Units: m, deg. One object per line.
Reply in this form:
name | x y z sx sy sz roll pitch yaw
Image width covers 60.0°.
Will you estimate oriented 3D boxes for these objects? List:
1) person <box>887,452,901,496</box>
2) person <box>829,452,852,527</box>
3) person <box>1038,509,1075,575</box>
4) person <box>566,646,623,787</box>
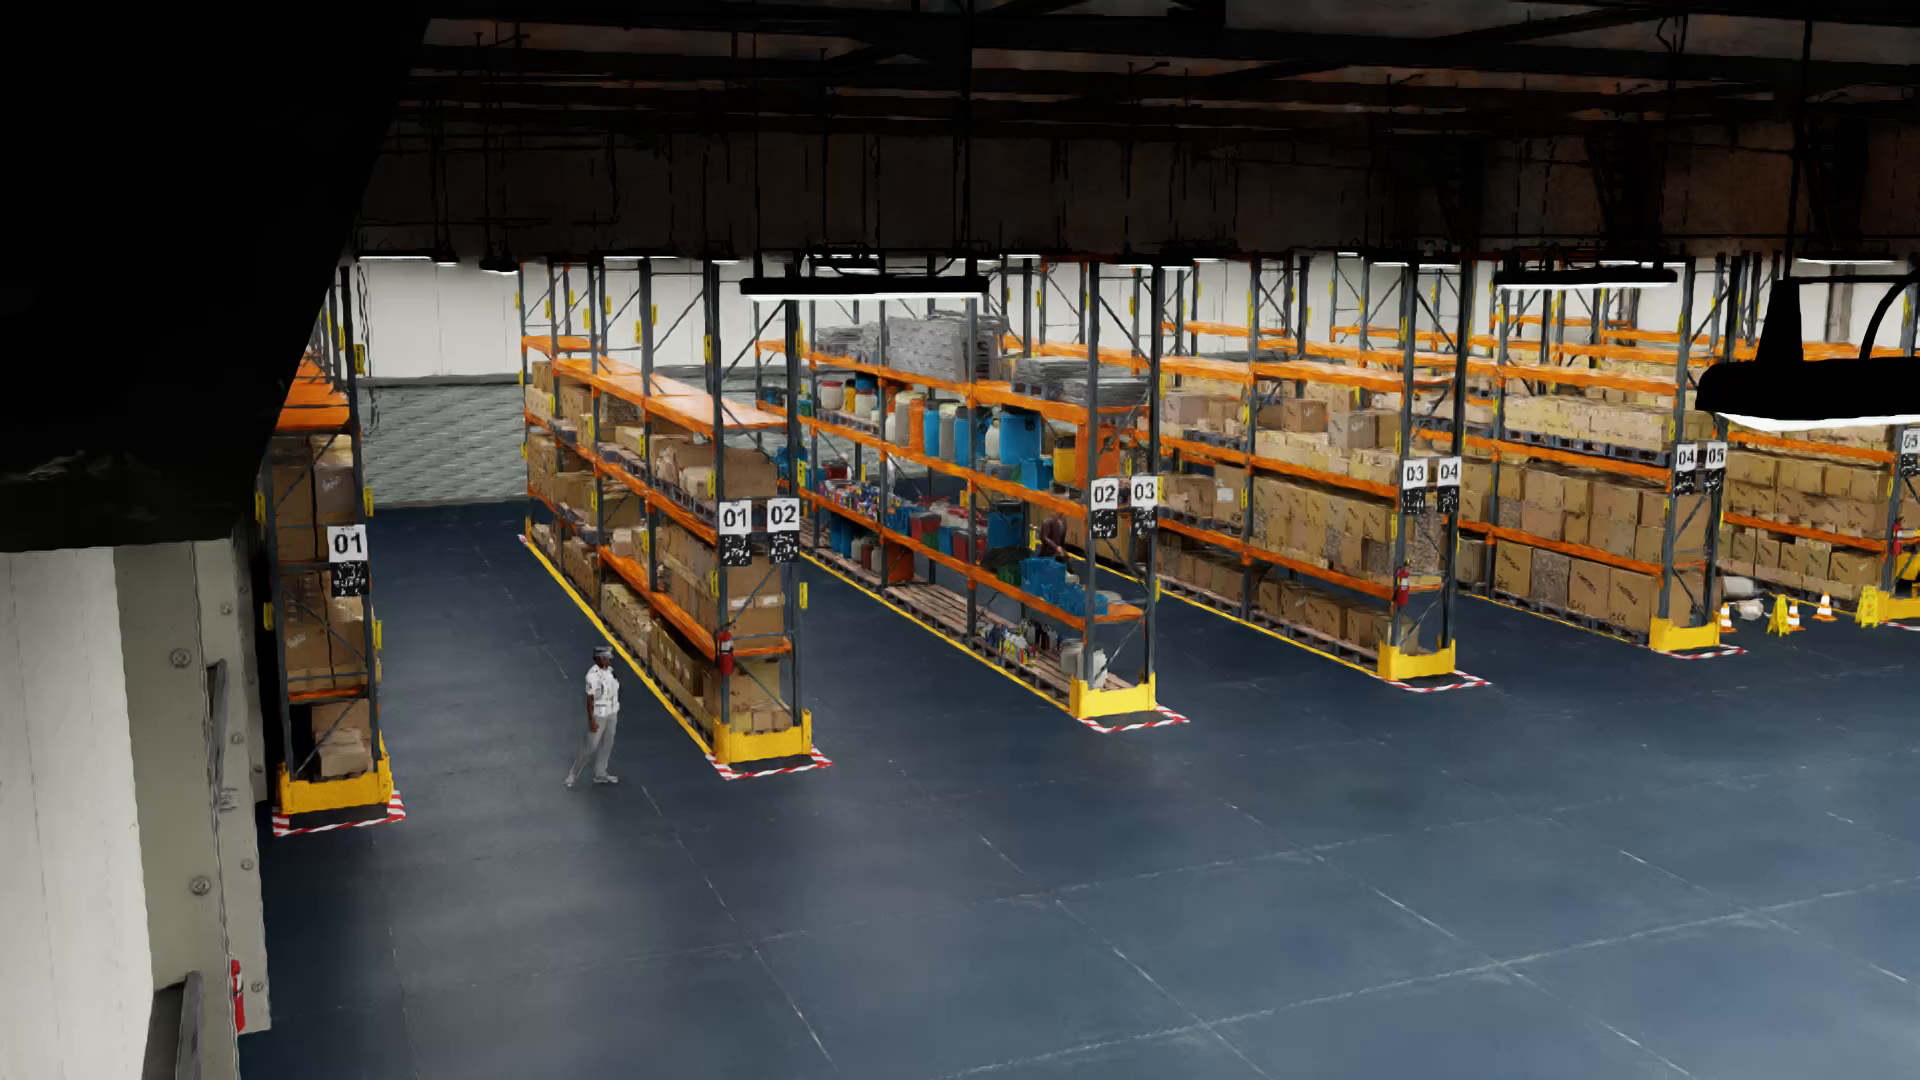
person | -1.698 -1.853 40.538 0.494 1.660 0.643 5 12 27
person | -2.517 -1.038 35.846 0.528 1.727 1.032 -6 12 -30
person | 1.542 0.197 27.602 0.735 1.712 0.905 -8 13 -38
person | -4.267 2.045 19.271 0.510 1.662 0.658 5 11 25
